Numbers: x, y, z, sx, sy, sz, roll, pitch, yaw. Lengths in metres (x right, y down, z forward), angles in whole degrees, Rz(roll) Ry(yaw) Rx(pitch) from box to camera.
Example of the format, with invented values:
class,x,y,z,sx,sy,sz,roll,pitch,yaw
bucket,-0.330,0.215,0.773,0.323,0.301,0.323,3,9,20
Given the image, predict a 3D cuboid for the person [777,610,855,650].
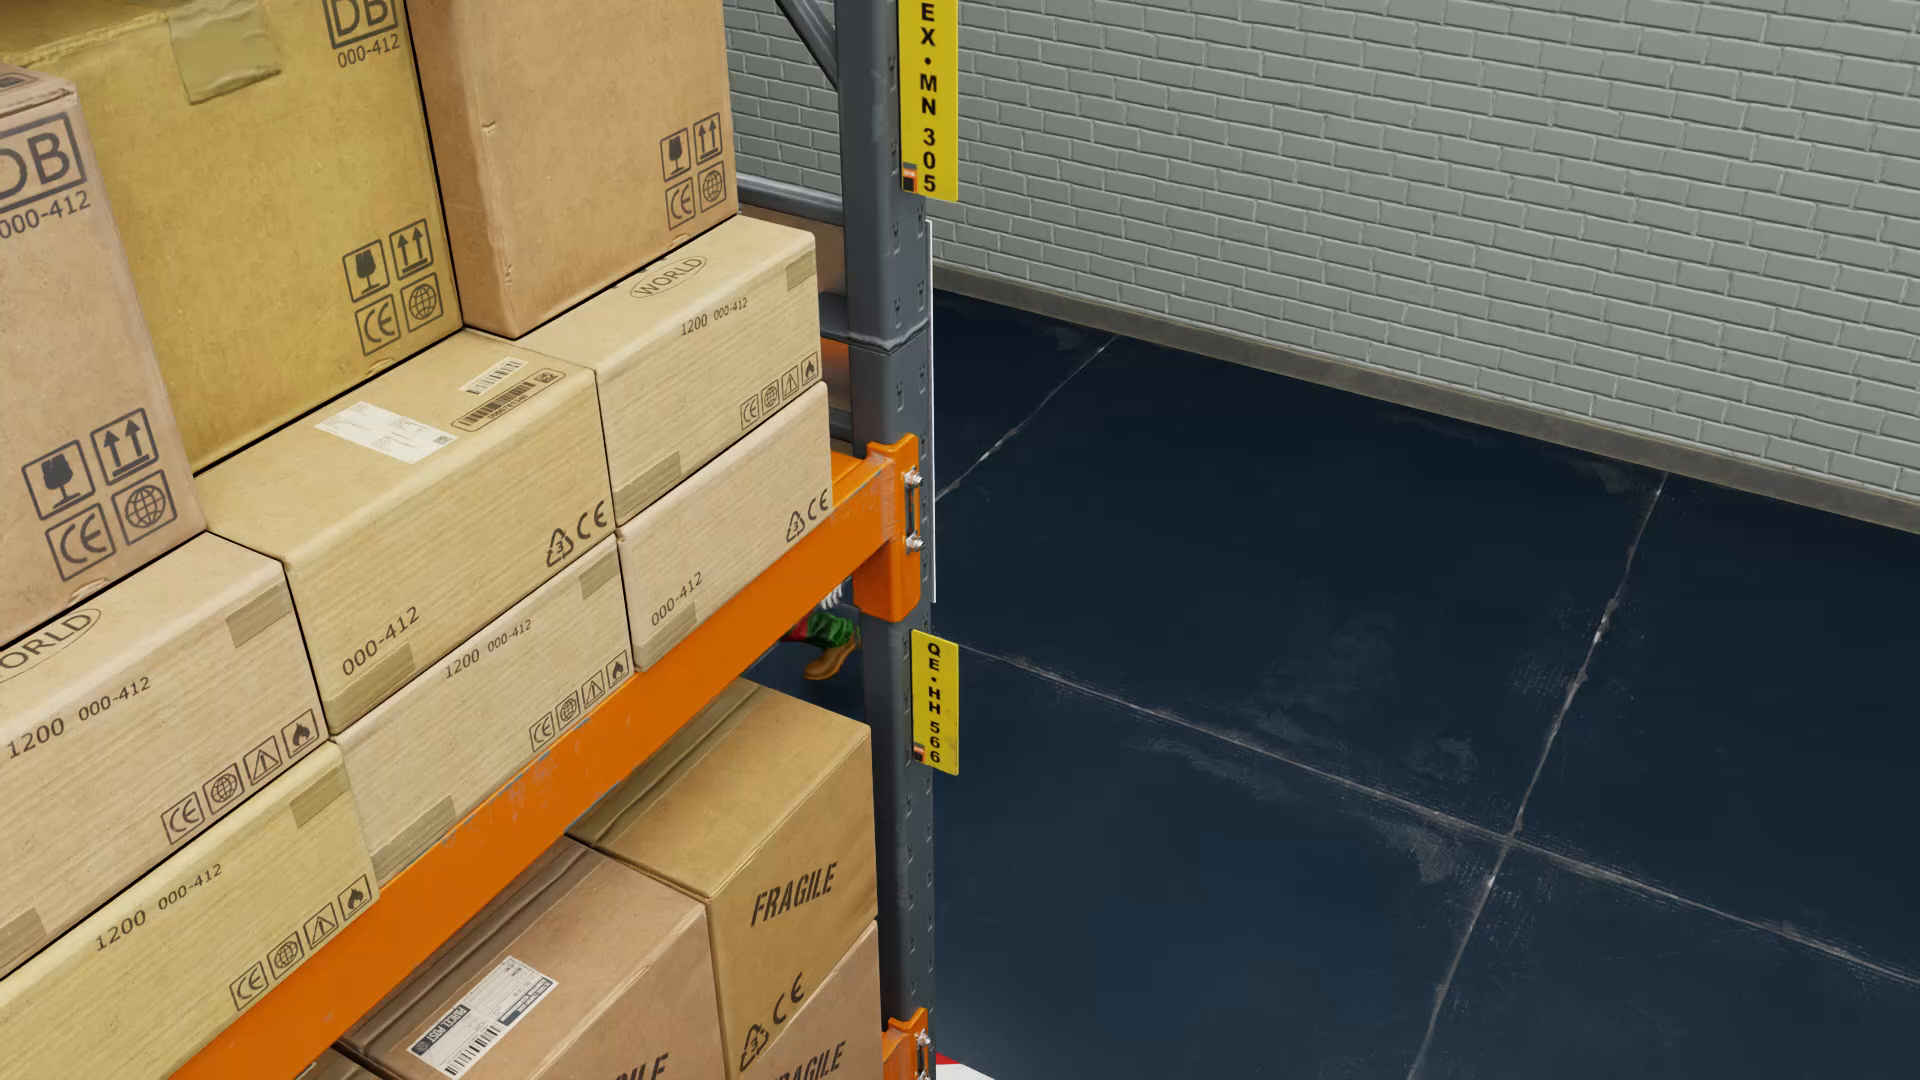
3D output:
class,x,y,z,sx,sy,sz,roll,pitch,yaw
person,-0.767,0.009,6.158,0.868,1.634,0.507,-17,37,-24
